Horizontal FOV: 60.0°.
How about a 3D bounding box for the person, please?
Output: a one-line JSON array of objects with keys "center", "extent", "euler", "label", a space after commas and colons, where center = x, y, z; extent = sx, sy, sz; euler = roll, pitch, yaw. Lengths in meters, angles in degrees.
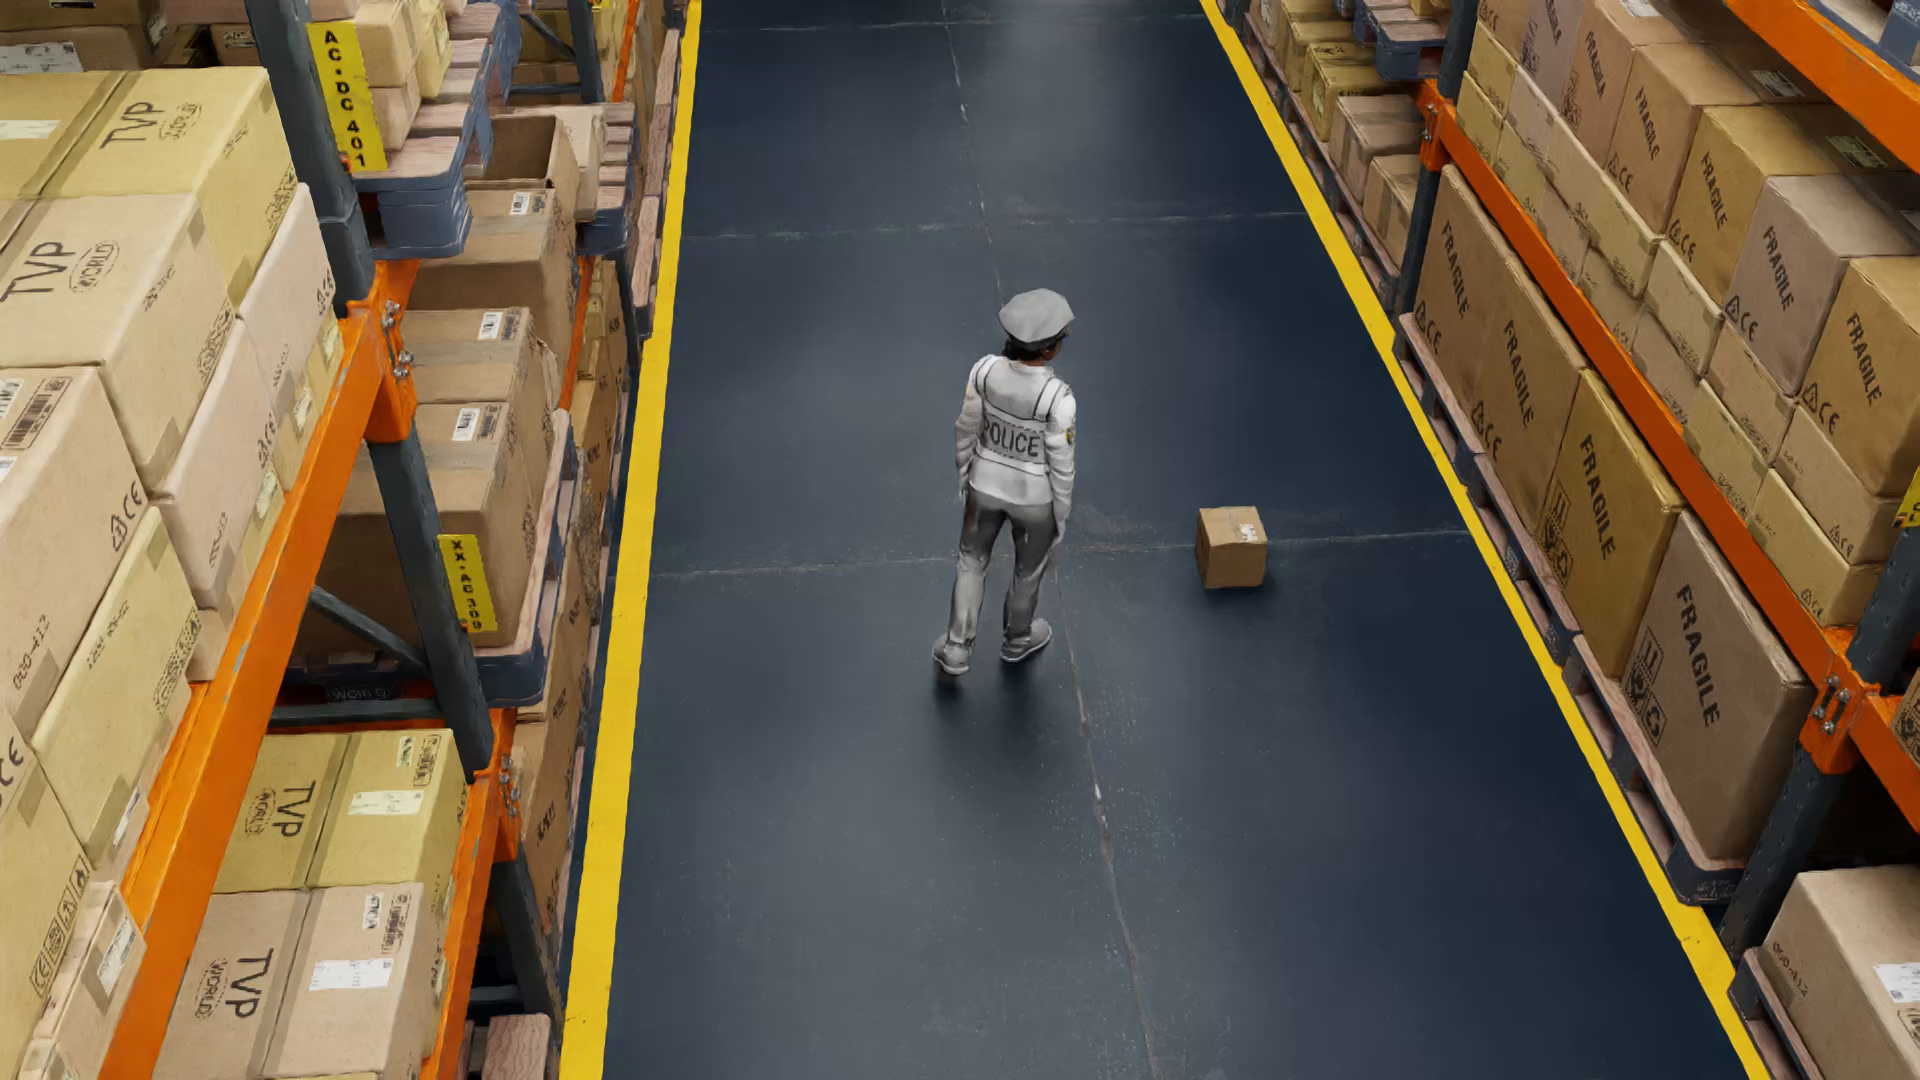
[{"center": [0.171, -0.136, 6.309], "extent": [0.510, 1.670, 0.578], "euler": [18, 43, 21], "label": "person"}]
